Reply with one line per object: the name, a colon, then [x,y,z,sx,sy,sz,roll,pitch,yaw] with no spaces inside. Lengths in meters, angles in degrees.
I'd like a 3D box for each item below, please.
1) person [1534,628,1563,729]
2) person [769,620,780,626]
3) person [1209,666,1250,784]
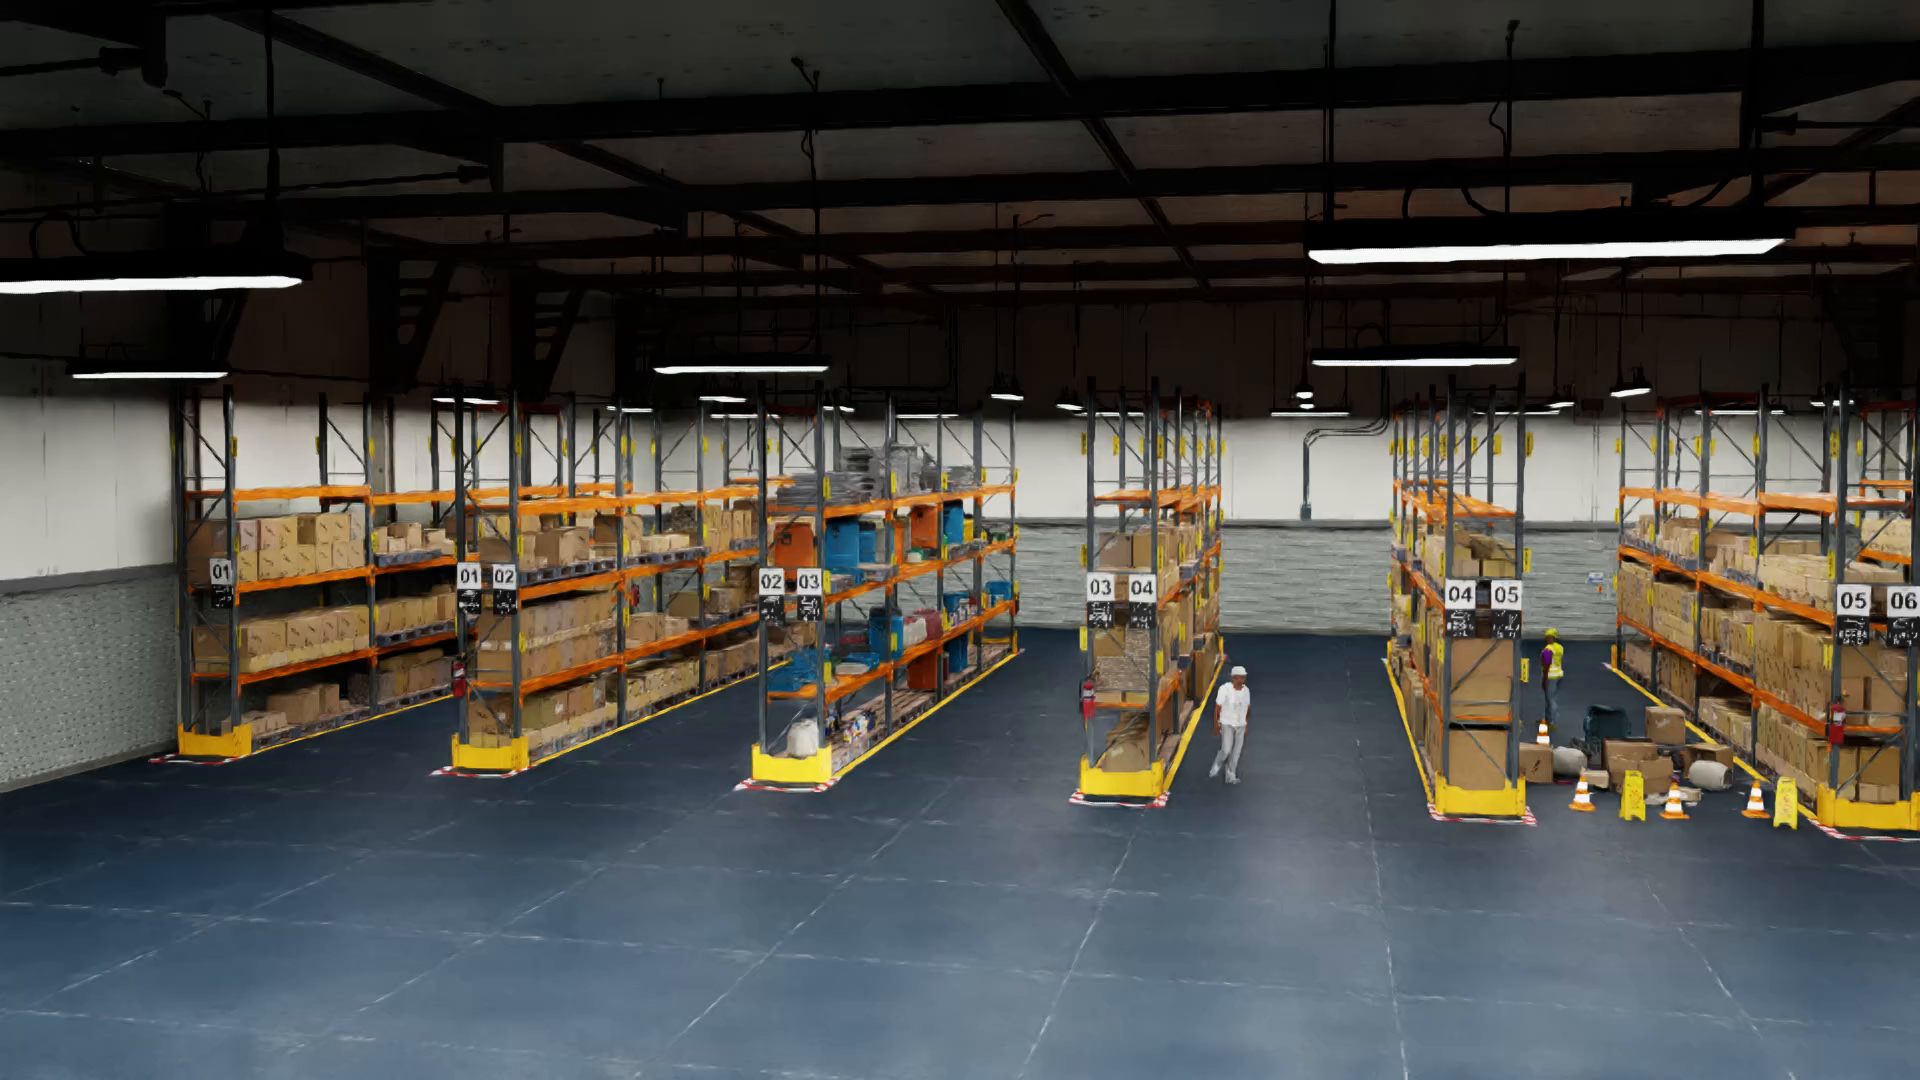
person: [10.465,2.448,29.604,0.497,1.765,0.625,3,4,42]
person: [-4.762,1.716,42.788,0.527,1.791,0.655,2,4,33]
person: [4.040,2.741,24.793,0.613,1.756,0.570,-1,4,-25]
